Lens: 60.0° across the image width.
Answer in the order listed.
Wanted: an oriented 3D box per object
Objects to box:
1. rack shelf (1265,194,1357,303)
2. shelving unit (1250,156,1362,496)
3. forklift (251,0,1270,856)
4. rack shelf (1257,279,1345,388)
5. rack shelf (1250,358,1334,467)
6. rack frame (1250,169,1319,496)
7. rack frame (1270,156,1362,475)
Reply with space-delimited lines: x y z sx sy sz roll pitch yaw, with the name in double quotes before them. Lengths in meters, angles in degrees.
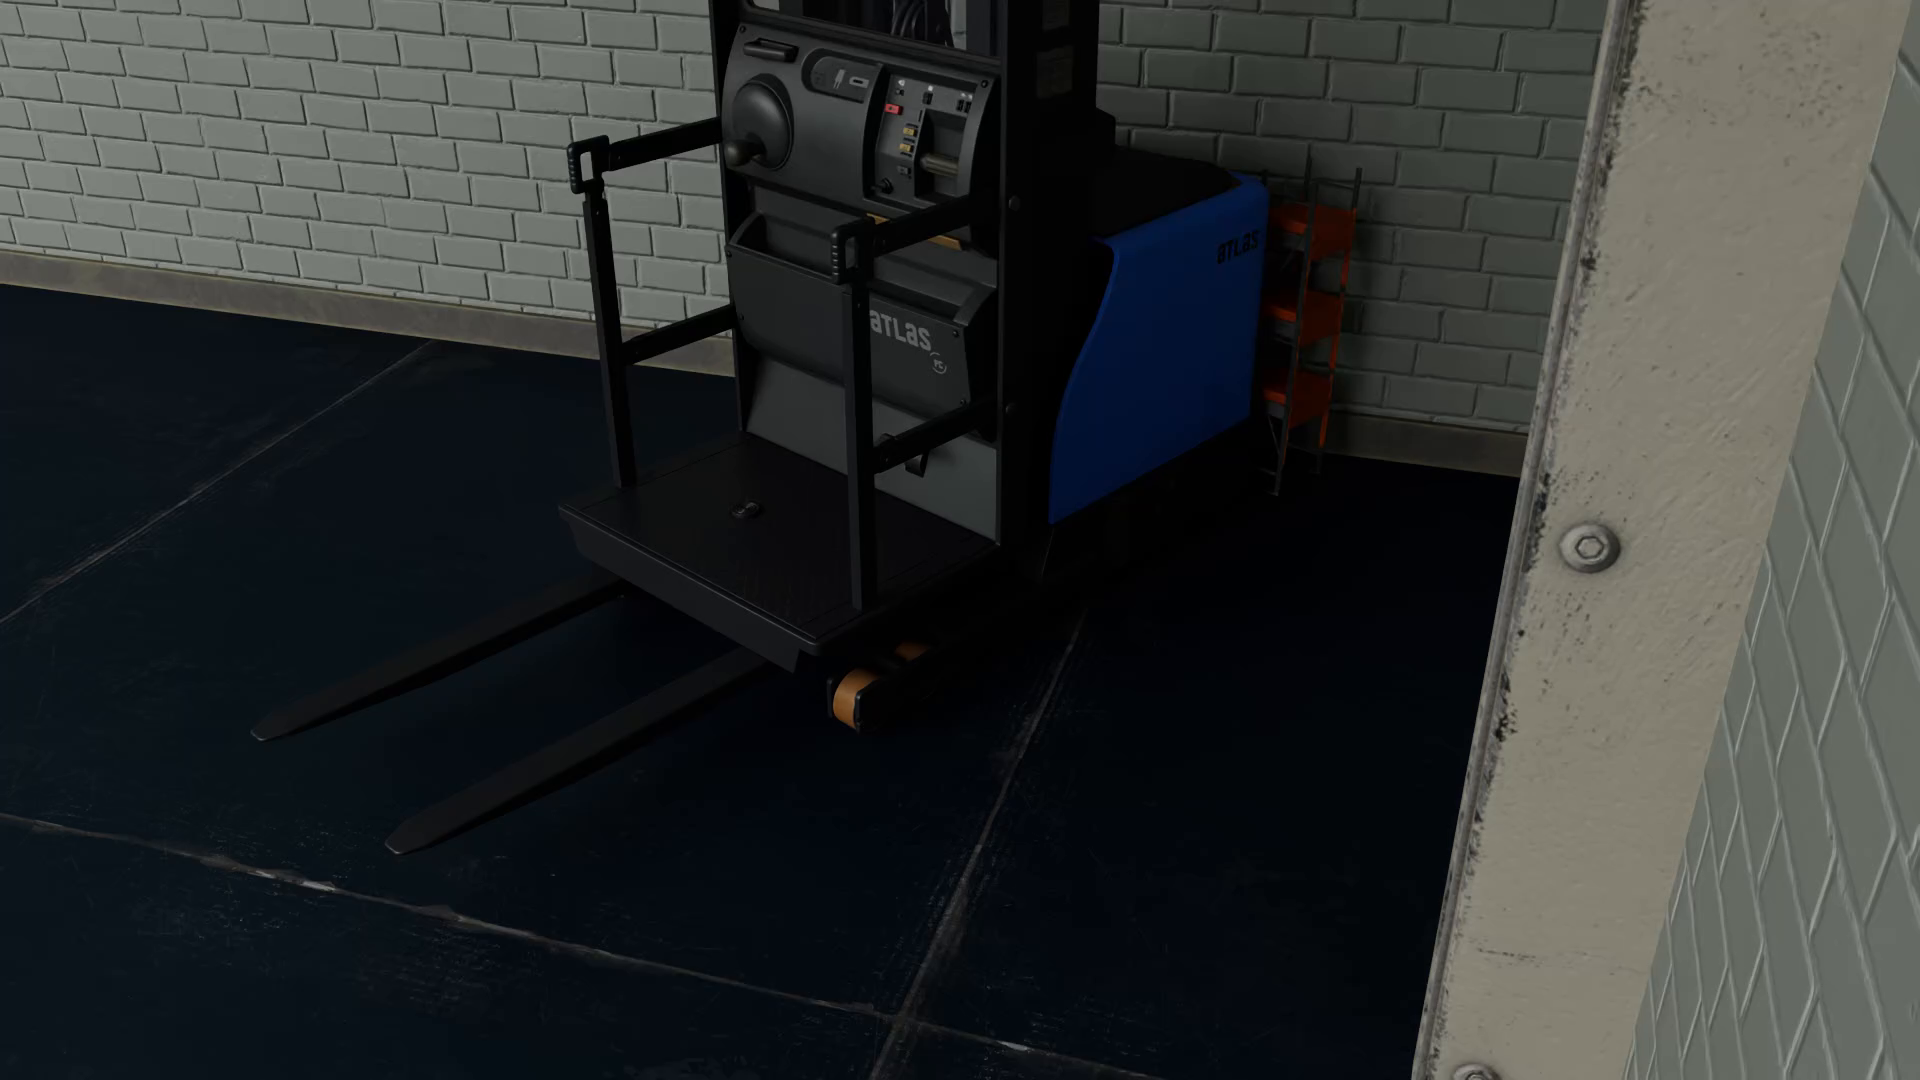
"rack shelf" 1.085 -0.926 5.262 0.215 0.259 0.240 25 35 38
"shelving unit" 1.078 -0.683 5.386 0.215 1.050 0.252 25 35 38
"forklift" -0.423 -1.059 4.139 1.130 2.935 3.031 24 37 36
"rack shelf" 1.078 -0.673 5.391 0.215 0.259 0.240 25 35 38
"rack shelf" 1.071 -0.426 5.518 0.215 0.259 0.240 25 35 38
"rack frame" 0.993 -0.645 5.307 0.200 1.050 0.008 25 35 38
"rack frame" 1.163 -0.721 5.465 0.200 1.050 0.008 25 35 38
